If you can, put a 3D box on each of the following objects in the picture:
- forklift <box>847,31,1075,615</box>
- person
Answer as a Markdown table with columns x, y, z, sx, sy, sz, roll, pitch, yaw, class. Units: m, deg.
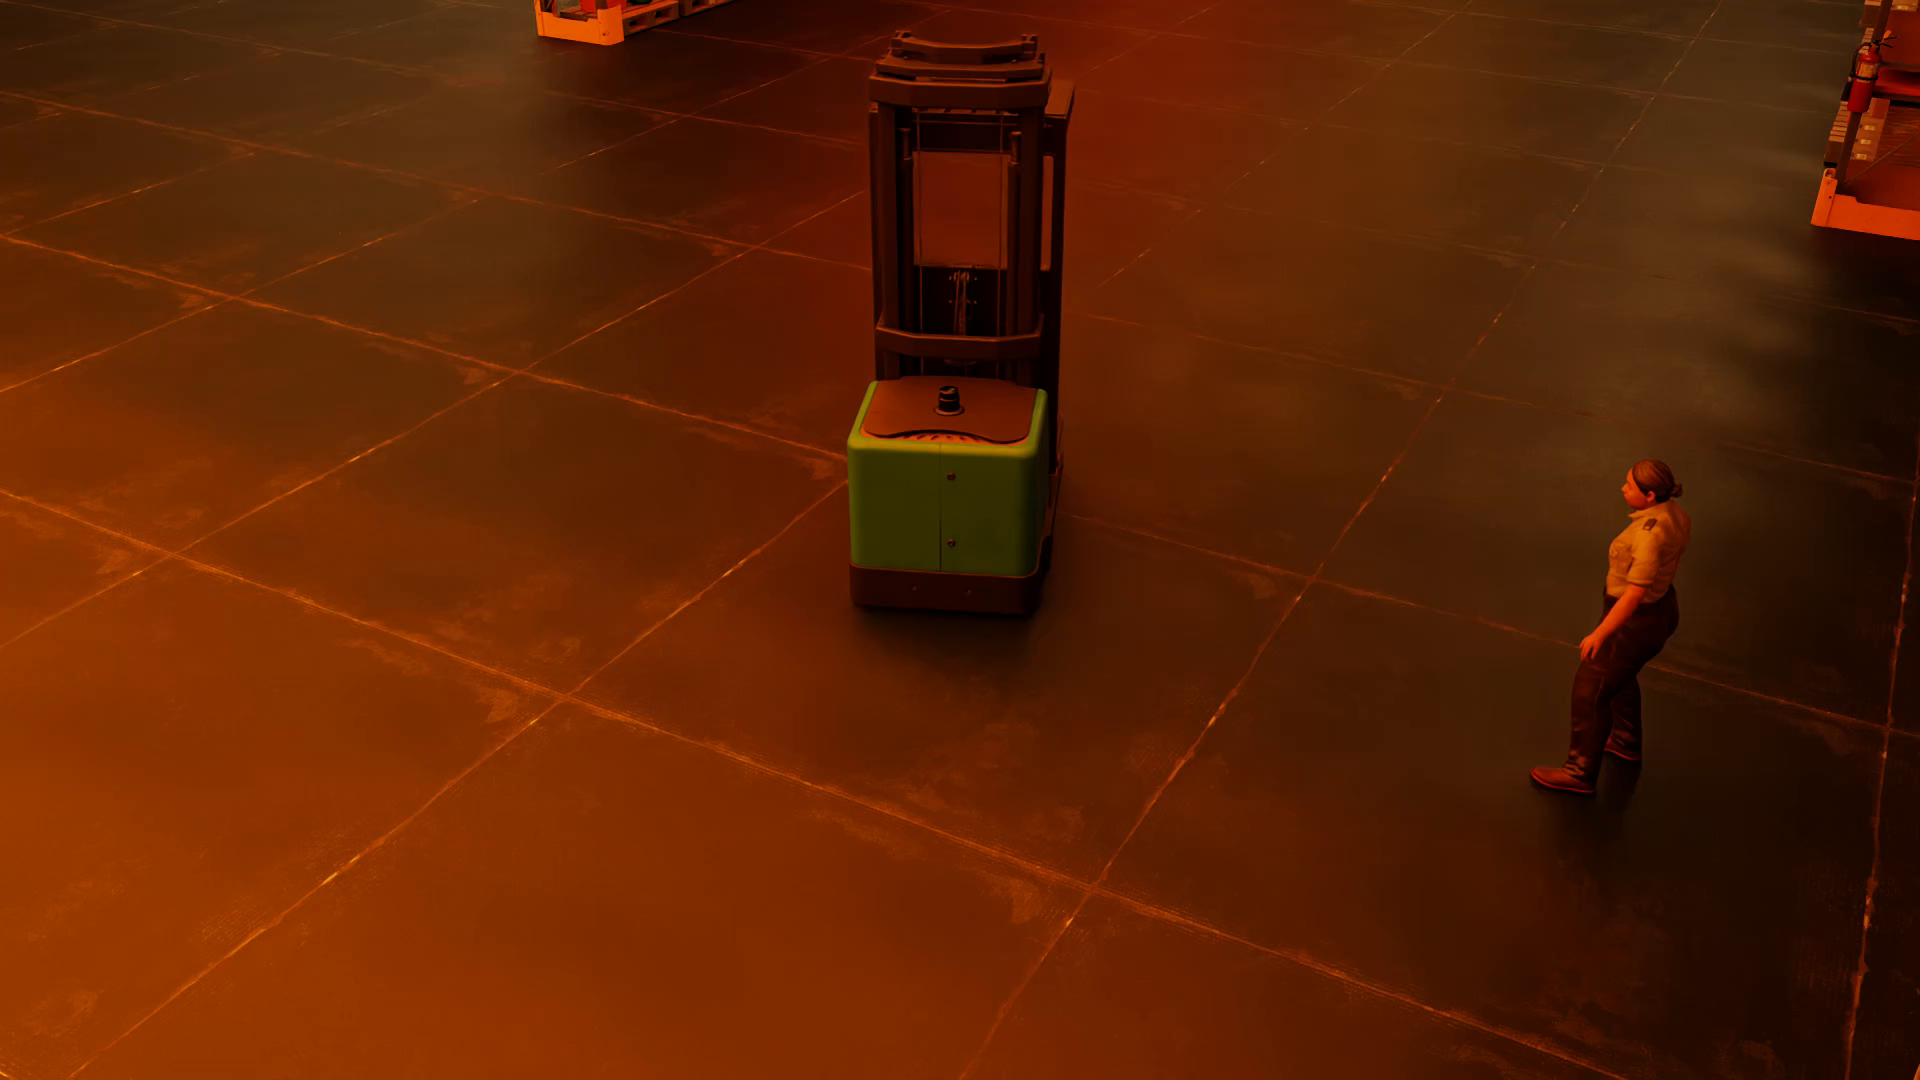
| x | y | z | sx | sy | sz | roll | pitch | yaw | class |
| --- | --- | --- | --- | --- | --- | --- | --- | --- | --- |
| 0.072 | -1.572 | 9.794 | 1.130 | 2.935 | 3.031 | 3 | 30 | 6 | forklift |
| 3.096 | 0.373 | 7.730 | 0.402 | 1.632 | 0.704 | 21 | 36 | 31 | person |
